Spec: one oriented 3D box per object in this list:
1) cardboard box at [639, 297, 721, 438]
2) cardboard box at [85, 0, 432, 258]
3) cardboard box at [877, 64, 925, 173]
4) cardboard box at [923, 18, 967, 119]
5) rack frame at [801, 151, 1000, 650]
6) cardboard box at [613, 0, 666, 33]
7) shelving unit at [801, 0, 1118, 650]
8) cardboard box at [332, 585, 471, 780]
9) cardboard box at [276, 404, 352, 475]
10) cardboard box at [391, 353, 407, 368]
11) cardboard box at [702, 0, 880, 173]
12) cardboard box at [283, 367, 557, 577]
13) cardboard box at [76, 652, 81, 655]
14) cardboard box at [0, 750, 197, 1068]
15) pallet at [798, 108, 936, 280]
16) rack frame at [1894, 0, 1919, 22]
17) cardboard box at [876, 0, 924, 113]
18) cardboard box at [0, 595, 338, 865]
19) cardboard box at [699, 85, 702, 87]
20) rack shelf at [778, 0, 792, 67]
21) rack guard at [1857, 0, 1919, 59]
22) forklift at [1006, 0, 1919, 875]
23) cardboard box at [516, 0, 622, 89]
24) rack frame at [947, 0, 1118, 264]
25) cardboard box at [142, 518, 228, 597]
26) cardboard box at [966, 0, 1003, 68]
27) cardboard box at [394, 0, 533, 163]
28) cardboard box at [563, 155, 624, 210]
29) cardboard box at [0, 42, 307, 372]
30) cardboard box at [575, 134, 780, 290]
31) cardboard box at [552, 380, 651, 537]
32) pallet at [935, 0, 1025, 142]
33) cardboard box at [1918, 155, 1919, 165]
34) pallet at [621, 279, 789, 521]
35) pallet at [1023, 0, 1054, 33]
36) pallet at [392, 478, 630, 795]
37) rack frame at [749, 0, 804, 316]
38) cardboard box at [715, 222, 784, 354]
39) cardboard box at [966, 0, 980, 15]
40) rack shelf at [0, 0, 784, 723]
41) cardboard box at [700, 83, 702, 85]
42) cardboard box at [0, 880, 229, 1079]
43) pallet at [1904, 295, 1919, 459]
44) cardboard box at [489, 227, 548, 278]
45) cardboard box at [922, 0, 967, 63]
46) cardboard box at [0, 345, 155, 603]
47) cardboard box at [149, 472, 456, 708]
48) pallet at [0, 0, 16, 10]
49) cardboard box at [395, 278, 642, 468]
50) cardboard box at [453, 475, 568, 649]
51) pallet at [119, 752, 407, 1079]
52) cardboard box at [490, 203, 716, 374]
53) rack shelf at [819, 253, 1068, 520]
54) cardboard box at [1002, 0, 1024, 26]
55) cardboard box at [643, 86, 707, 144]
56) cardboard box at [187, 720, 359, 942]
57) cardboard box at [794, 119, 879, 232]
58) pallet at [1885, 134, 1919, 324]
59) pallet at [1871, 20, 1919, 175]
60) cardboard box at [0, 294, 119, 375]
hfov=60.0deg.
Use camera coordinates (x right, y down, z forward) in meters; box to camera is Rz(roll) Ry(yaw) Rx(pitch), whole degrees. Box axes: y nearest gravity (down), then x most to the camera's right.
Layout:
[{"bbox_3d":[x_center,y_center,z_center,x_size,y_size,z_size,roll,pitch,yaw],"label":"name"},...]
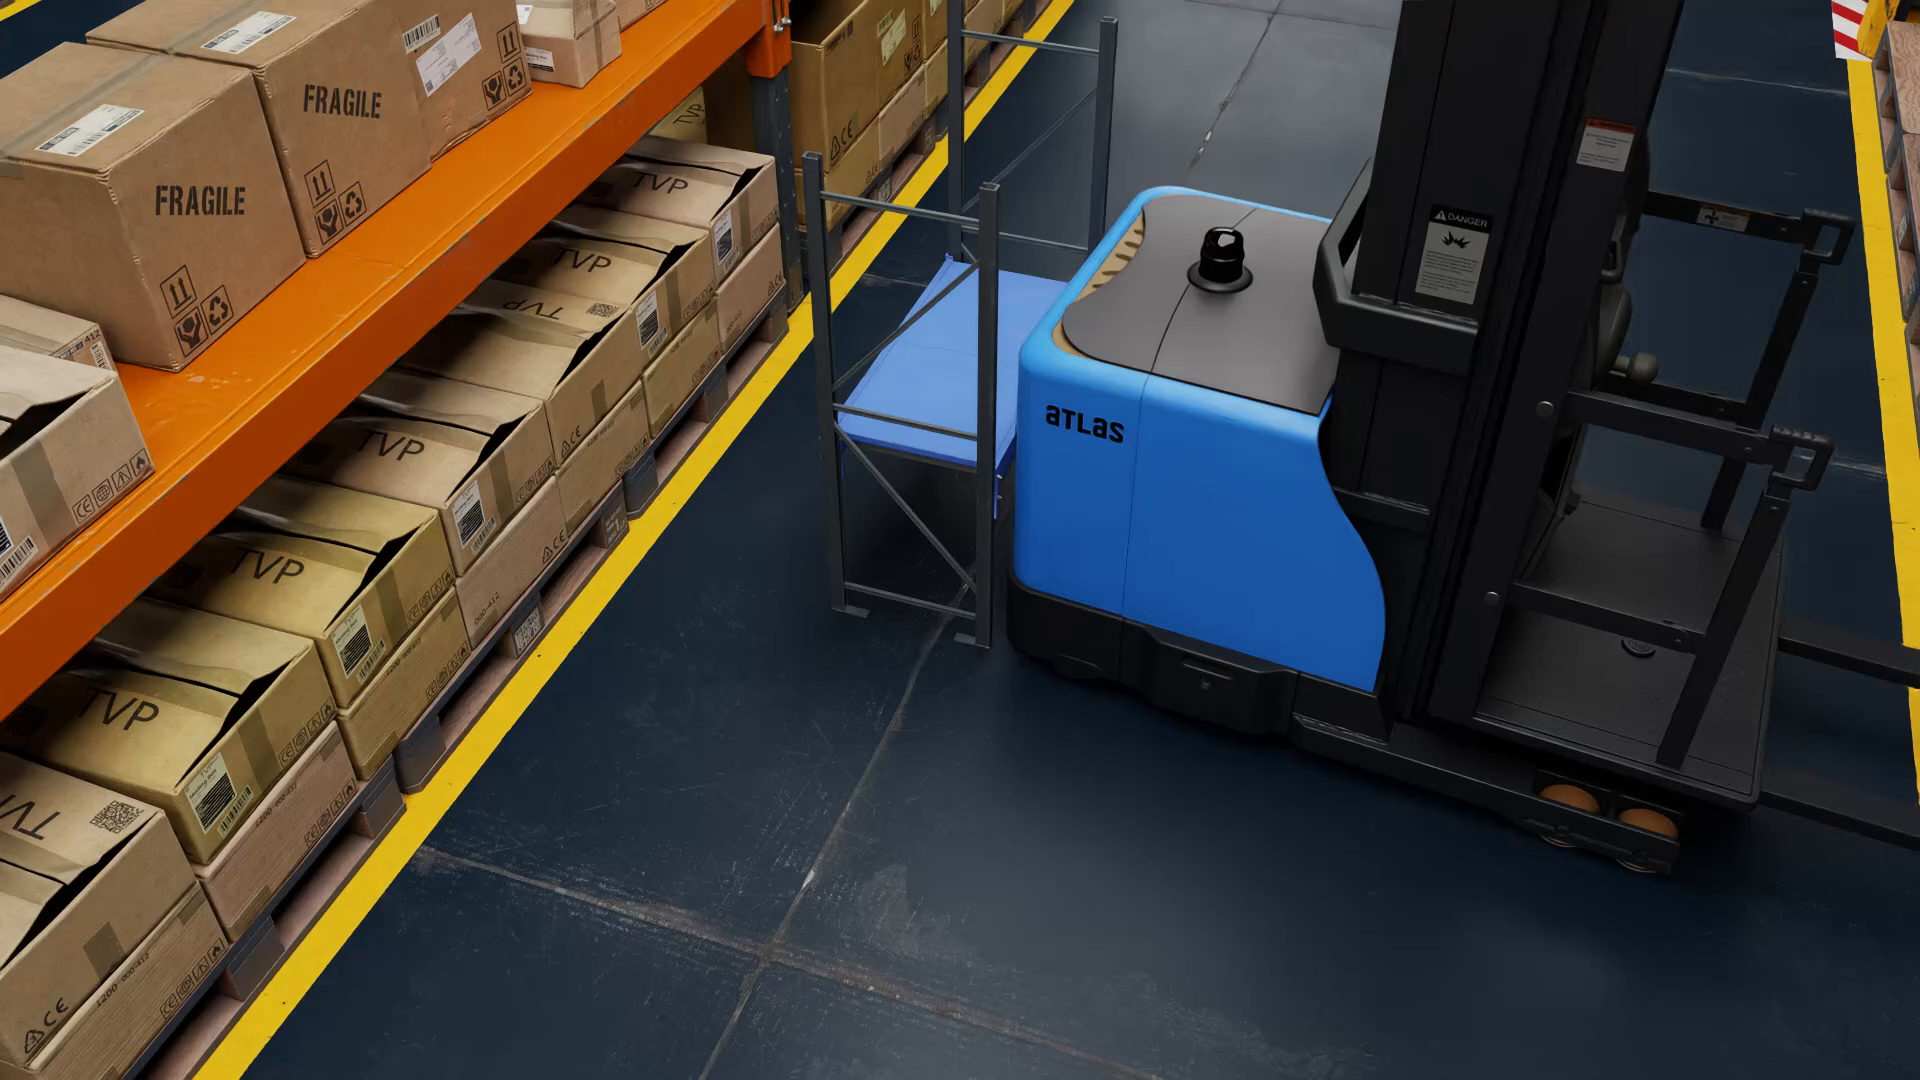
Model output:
[{"bbox_3d":[-1.128,-0.621,5.461,0.500,0.250,0.500,13,42,14],"label":"cardboard box"},{"bbox_3d":[-1.713,-1.079,4.126,0.500,0.500,0.500,13,42,15],"label":"cardboard box"},{"bbox_3d":[-0.464,-1.765,6.803,0.500,0.250,0.500,13,42,15],"label":"cardboard box"},{"bbox_3d":[-0.288,-2.069,7.159,0.500,0.250,0.500,13,42,15],"label":"cardboard box"},{"bbox_3d":[-0.145,-0.313,4.461,0.500,1.500,0.032,13,42,15],"label":"rack frame"},{"bbox_3d":[-1.211,-1.765,5.124,0.500,0.250,0.500,16,43,18],"label":"cardboard box"},{"bbox_3d":[0.029,-0.623,4.824,0.538,1.500,1.048,13,42,15],"label":"shelving unit"},{"bbox_3d":[-1.653,0.314,4.366,0.500,0.250,0.500,12,42,14],"label":"cardboard box"},{"bbox_3d":[-1.983,-0.325,4.682,0.500,0.311,0.500,14,43,16],"label":"cardboard box"},{"bbox_3d":[-1.811,-0.643,5.055,0.500,0.311,0.500,12,42,14],"label":"cardboard box"},{"bbox_3d":[-0.631,-1.745,6.201,0.500,0.500,0.500,13,42,15],"label":"cardboard box"},{"bbox_3d":[-1.473,-0.220,4.560,0.500,0.311,0.500,13,42,15],"label":"cardboard box"},{"bbox_3d":[-2.332,0.288,3.965,0.500,0.311,0.500,13,42,14],"label":"cardboard box"},{"bbox_3d":[-1.996,0.726,3.451,0.500,0.311,0.500,15,43,17],"label":"cardboard box"},{"bbox_3d":[-0.772,-1.547,6.901,1.003,0.211,1.213,13,42,15],"label":"pallet"},{"bbox_3d":[4.941,-3.475,7.012,1.000,3.000,0.127,13,42,15],"label":"rack frame"},{"bbox_3d":[-0.467,-2.051,6.561,0.500,0.500,0.500,13,42,15],"label":"cardboard box"},{"bbox_3d":[-1.825,0.404,3.829,0.500,0.311,0.500,12,42,14],"label":"cardboard box"},{"bbox_3d":[-0.950,-1.880,6.938,0.500,0.250,0.500,13,42,15],"label":"cardboard box"},{"bbox_3d":[-0.400,-3.078,7.101,1.077,0.370,4.000,13,42,15],"label":"rack shelf"},{"bbox_3d":[4.915,-2.478,7.769,1.175,0.500,0.348,13,42,15],"label":"rack guard"},{"bbox_3d":[1.694,-0.661,3.767,3.031,2.935,1.130,17,43,18],"label":"forklift"},{"bbox_3d":[-1.212,-1.504,4.805,0.396,0.266,0.258,12,42,14],"label":"cardboard box"},{"bbox_3d":[0.203,-0.933,5.188,0.500,1.500,0.032,13,42,15],"label":"rack frame"},{"bbox_3d":[-2.157,-0.020,4.325,0.500,0.311,0.500,13,42,15],"label":"cardboard box"},{"bbox_3d":[-0.123,-2.376,7.518,0.500,0.250,0.500,13,42,15],"label":"cardboard box"},{"bbox_3d":[-1.542,-1.384,4.484,0.500,0.500,0.500,16,43,18],"label":"cardboard box"},{"bbox_3d":[-1.459,-1.263,5.782,0.500,0.311,0.500,13,42,15],"label":"cardboard box"},{"bbox_3d":[-1.893,-0.758,3.750,0.500,0.500,0.500,11,42,13],"label":"cardboard box"},{"bbox_3d":[-0.953,-1.149,5.648,0.500,0.311,0.500,13,42,15],"label":"cardboard box"},{"bbox_3d":[-1.302,-0.309,5.095,0.500,0.250,0.500,14,42,16],"label":"cardboard box"},{"bbox_3d":[-0.357,-2.294,7.776,1.003,0.211,1.213,13,42,15],"label":"pallet"},{"bbox_3d":[4.127,-1.505,6.290,0.700,0.500,0.500,11,42,12],"label":"cardboard box"},{"bbox_3d":[-1.299,-0.613,5.806,1.003,0.211,1.213,13,42,15],"label":"pallet"},{"bbox_3d":[0.062,-3.036,8.645,1.003,0.211,1.213,13,42,15],"label":"pallet"},{"bbox_3d":[-1.714,0.133,4.931,1.003,0.211,1.213,13,42,15],"label":"pallet"},{"bbox_3d":[-1.084,-2.132,5.438,1.000,3.000,0.127,13,42,15],"label":"rack frame"},{"bbox_3d":[-0.953,-0.929,5.822,0.500,0.250,0.500,13,42,15],"label":"cardboard box"},{"bbox_3d":[-0.120,-2.660,7.274,0.500,0.500,0.500,13,42,15],"label":"cardboard box"},{"bbox_3d":[-1.767,-0.639,4.242,1.077,0.370,4.000,13,42,15],"label":"rack shelf"},{"bbox_3d":[-0.948,-2.165,6.694,0.500,0.500,0.500,13,42,15],"label":"cardboard box"},{"bbox_3d":[-1.996,0.939,3.633,0.500,0.250,0.500,13,42,15],"label":"cardboard box"},{"bbox_3d":[3.769,-0.392,5.547,1.003,0.211,1.213,13,42,15],"label":"pallet"},{"bbox_3d":[-1.635,-0.958,5.425,0.500,0.311,0.500,13,42,15],"label":"cardboard box"},{"bbox_3d":[-0.289,-2.355,6.916,0.500,0.500,0.500,13,42,15],"label":"cardboard box"},{"bbox_3d":[-1.964,-0.161,3.197,0.500,0.311,0.500,13,42,15],"label":"cardboard box"},{"bbox_3d":[-1.648,0.093,4.193,0.500,0.311,0.500,12,42,14],"label":"cardboard box"},{"bbox_3d":[-5.468,-2.574,8.104,1.003,0.211,1.213,13,42,15],"label":"pallet"},{"bbox_3d":[-1.298,-0.526,4.919,0.500,0.311,0.500,13,42,15],"label":"cardboard box"},{"bbox_3d":[-1.477,0.002,4.732,0.500,0.250,0.500,14,42,16],"label":"cardboard box"},{"bbox_3d":[-2.133,0.875,4.062,1.003,0.211,1.213,13,42,15],"label":"pallet"},{"bbox_3d":[-1.125,-0.830,5.275,0.500,0.311,0.500,14,43,16],"label":"cardboard box"},{"bbox_3d":[0.029,-0.486,4.941,0.538,0.185,1.000,13,42,15],"label":"rack shelf"},{"bbox_3d":[0.050,-2.680,7.875,0.500,0.250,0.500,13,42,15],"label":"cardboard box"},{"bbox_3d":[-1.130,-1.577,6.583,0.500,0.250,0.500,13,42,15],"label":"cardboard box"},{"bbox_3d":[-1.825,0.633,3.992,0.500,0.250,0.500,12,42,14],"label":"cardboard box"},{"bbox_3d":[-0.640,-1.462,6.447,0.500,0.250,0.500,13,42,15],"label":"cardboard box"},{"bbox_3d":[4.185,-1.138,6.422,1.003,0.211,1.213,13,42,15],"label":"pallet"},{"bbox_3d":[4.604,-1.880,7.291,1.003,0.211,1.213,13,42,15],"label":"pallet"},{"bbox_3d":[-2.068,-0.387,3.587,0.380,0.149,0.250,16,43,18],"label":"cardboard box"}]
